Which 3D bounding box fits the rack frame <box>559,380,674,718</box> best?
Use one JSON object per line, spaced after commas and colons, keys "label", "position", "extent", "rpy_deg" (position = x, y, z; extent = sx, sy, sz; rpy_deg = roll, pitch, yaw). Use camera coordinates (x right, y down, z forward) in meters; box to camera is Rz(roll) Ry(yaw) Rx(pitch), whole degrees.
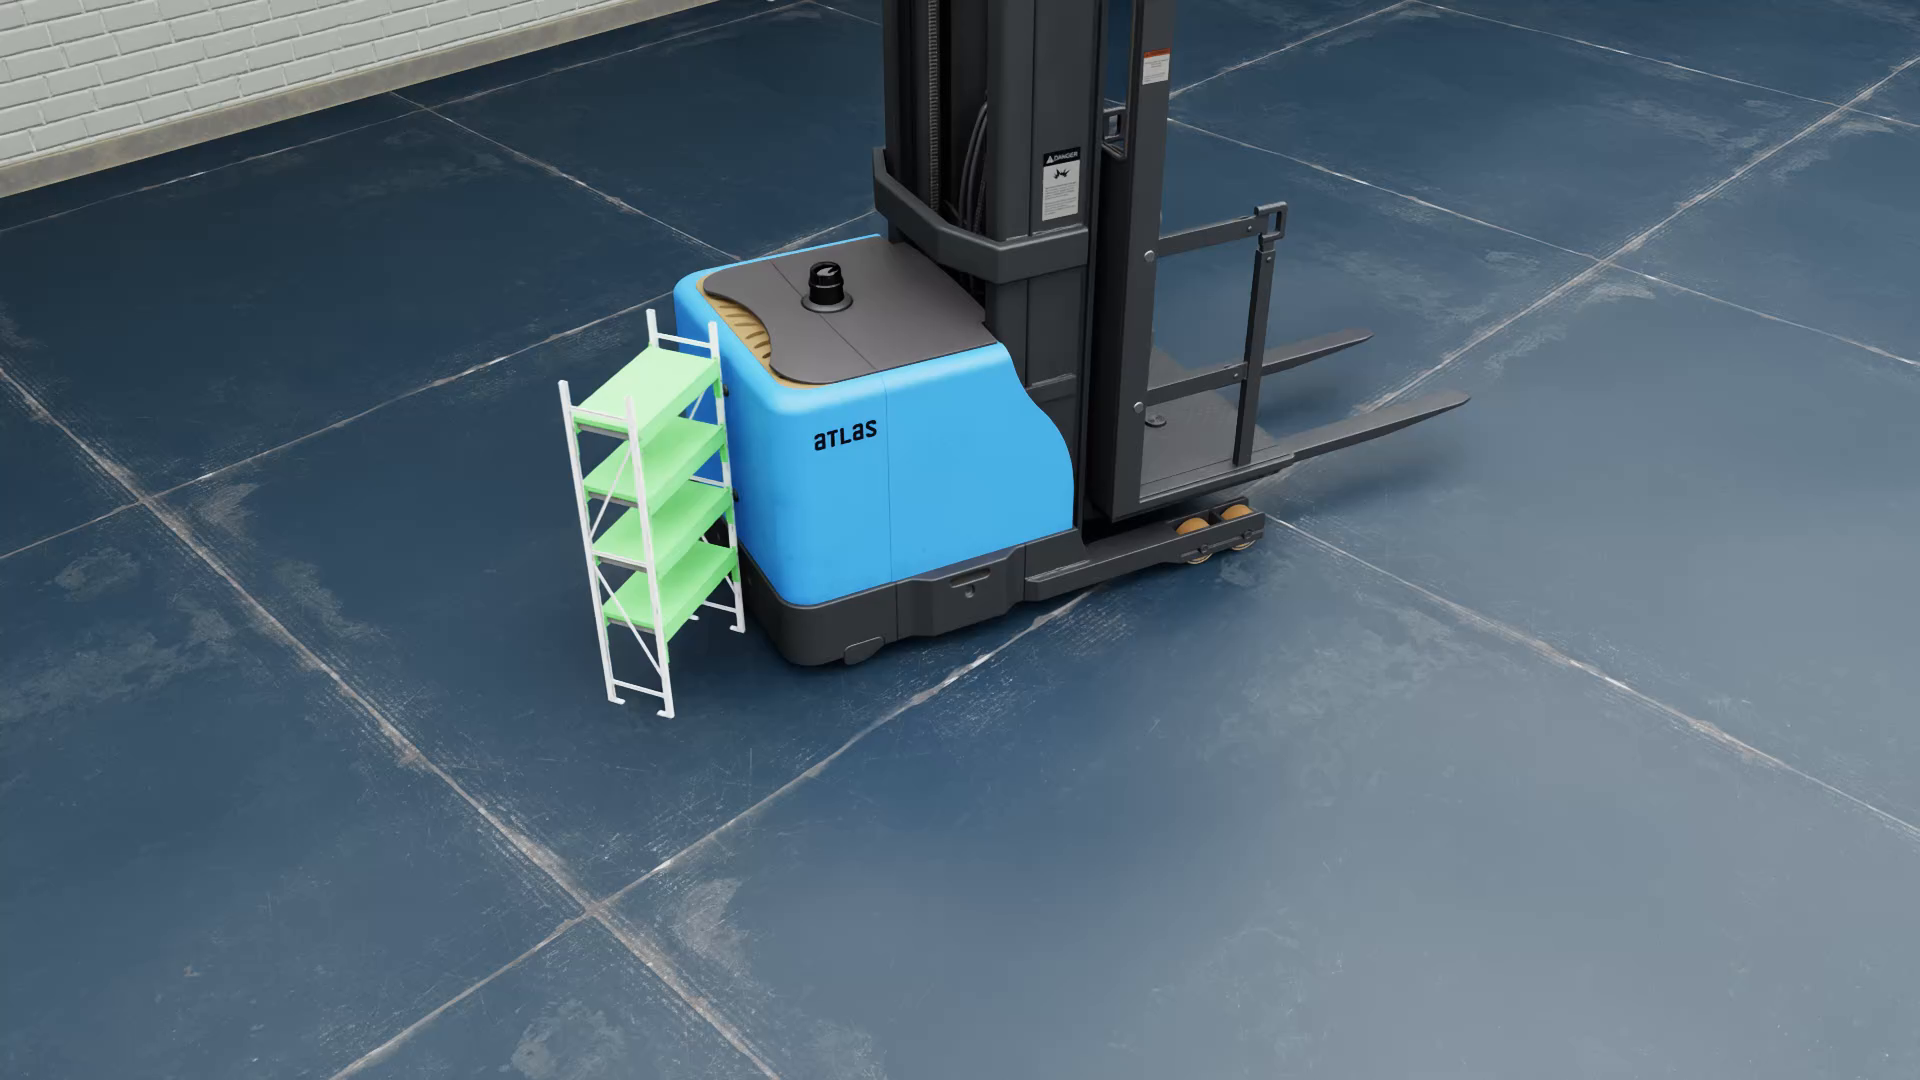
{"label": "rack frame", "position": [-1.046, 0.060, 5.116], "extent": [0.240, 1.200, 0.015], "rpy_deg": [13, 37, 18]}

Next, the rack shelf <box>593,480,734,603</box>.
{"label": "rack shelf", "position": [-0.954, -0.017, 5.338], "extent": [0.258, 0.148, 0.480], "rpy_deg": [13, 37, 18]}

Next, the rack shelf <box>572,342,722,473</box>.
{"label": "rack shelf", "position": [-0.954, -0.411, 5.063], "extent": [0.258, 0.148, 0.480], "rpy_deg": [13, 37, 18]}

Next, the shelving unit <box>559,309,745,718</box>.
{"label": "shelving unit", "position": [-0.954, -0.070, 5.301], "extent": [0.258, 1.200, 0.503], "rpy_deg": [13, 37, 18]}

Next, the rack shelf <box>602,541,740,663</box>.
{"label": "rack shelf", "position": [-0.954, 0.180, 5.475], "extent": [0.258, 0.148, 0.480], "rpy_deg": [13, 37, 18]}

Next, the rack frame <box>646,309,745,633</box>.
{"label": "rack frame", "position": [-0.862, -0.199, 5.486], "extent": [0.240, 1.200, 0.015], "rpy_deg": [13, 37, 18]}

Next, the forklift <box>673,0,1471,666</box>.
{"label": "forklift", "position": [0.558, -1.366, 5.647], "extent": [3.031, 2.935, 1.130], "rpy_deg": [-16, 38, -22]}

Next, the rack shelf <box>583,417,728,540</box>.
{"label": "rack shelf", "position": [-0.954, -0.214, 5.200], "extent": [0.258, 0.148, 0.480], "rpy_deg": [13, 37, 18]}
